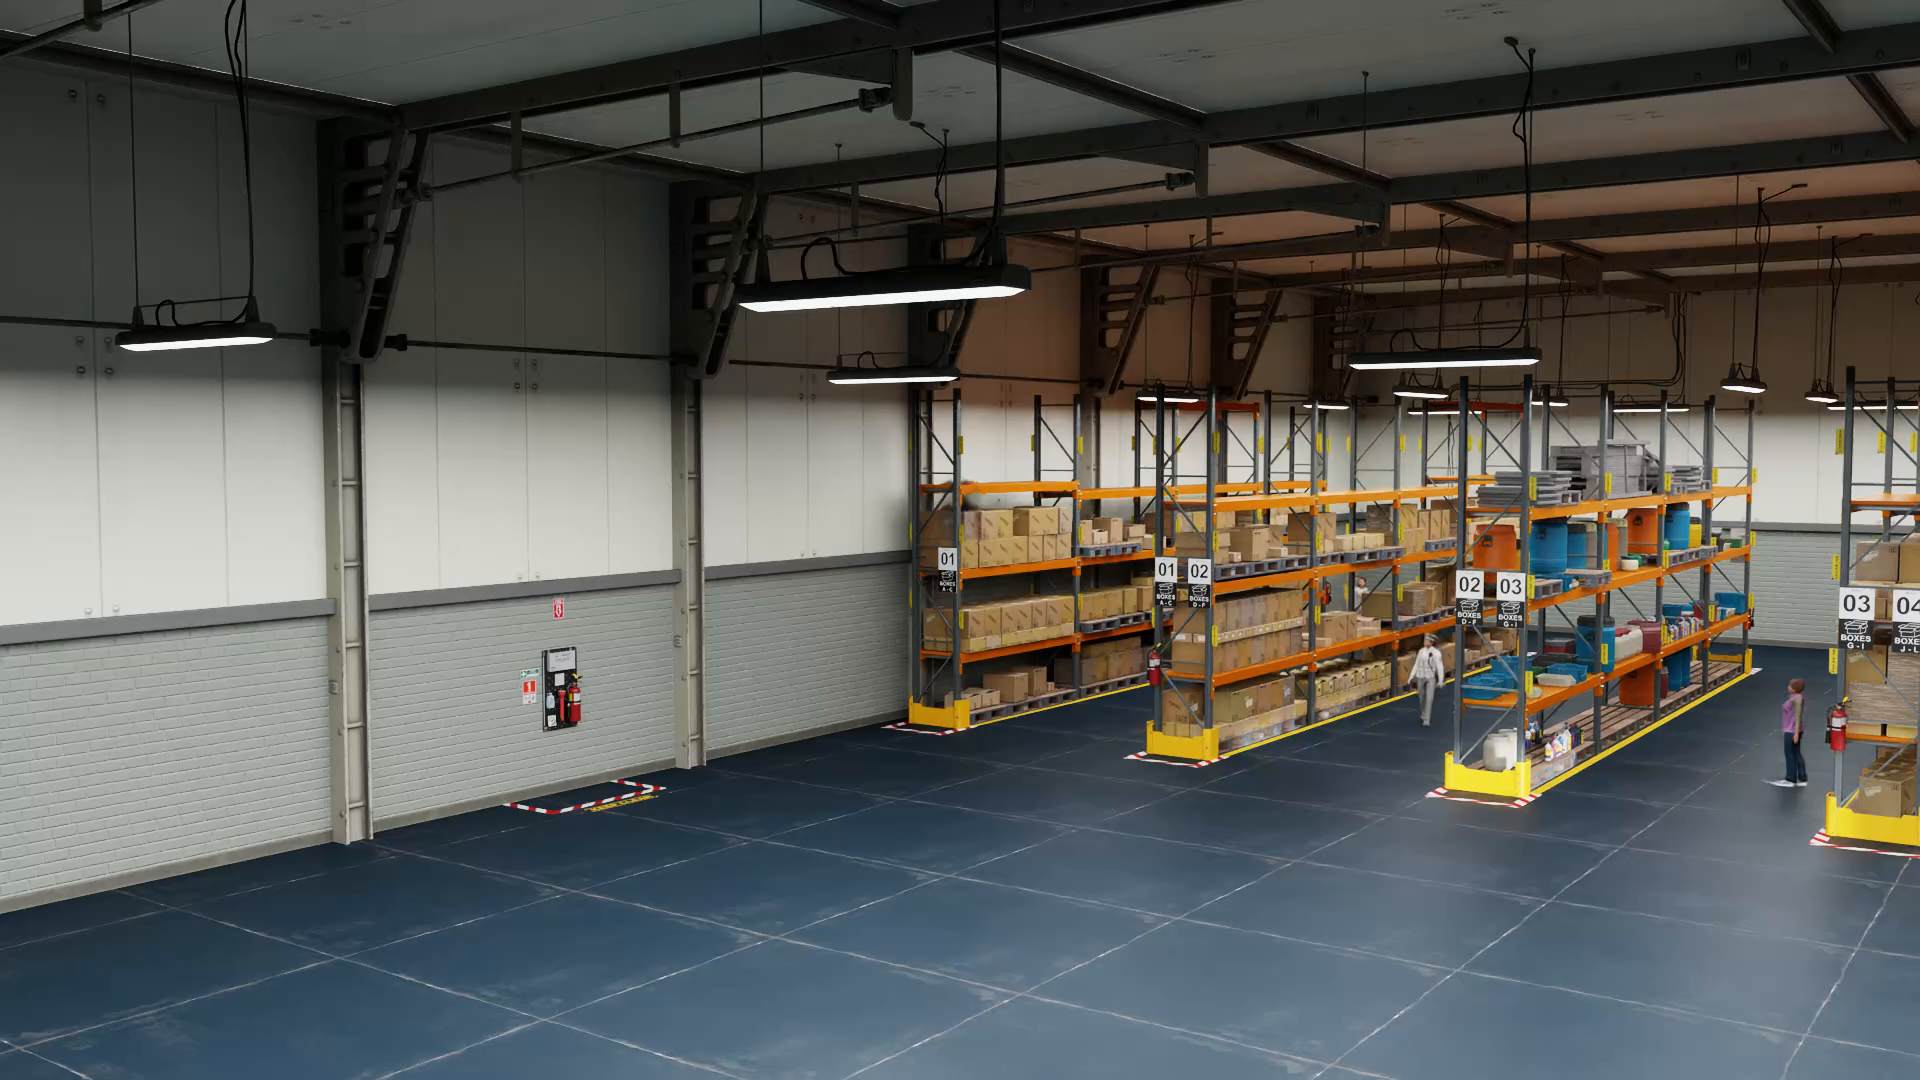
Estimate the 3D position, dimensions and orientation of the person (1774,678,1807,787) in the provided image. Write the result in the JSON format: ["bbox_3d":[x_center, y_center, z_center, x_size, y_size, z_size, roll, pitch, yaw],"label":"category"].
[{"bbox_3d":[12.197,2.813,24.368,0.415,1.596,0.422,3,4,38],"label":"person"}]

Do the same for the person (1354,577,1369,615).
[{"bbox_3d":[10.347,1.762,42.778,0.565,1.613,1.046,-2,4,-33],"label":"person"}]

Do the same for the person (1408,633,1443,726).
[{"bbox_3d":[8.353,2.478,29.797,0.597,1.637,0.980,2,4,28],"label":"person"}]
